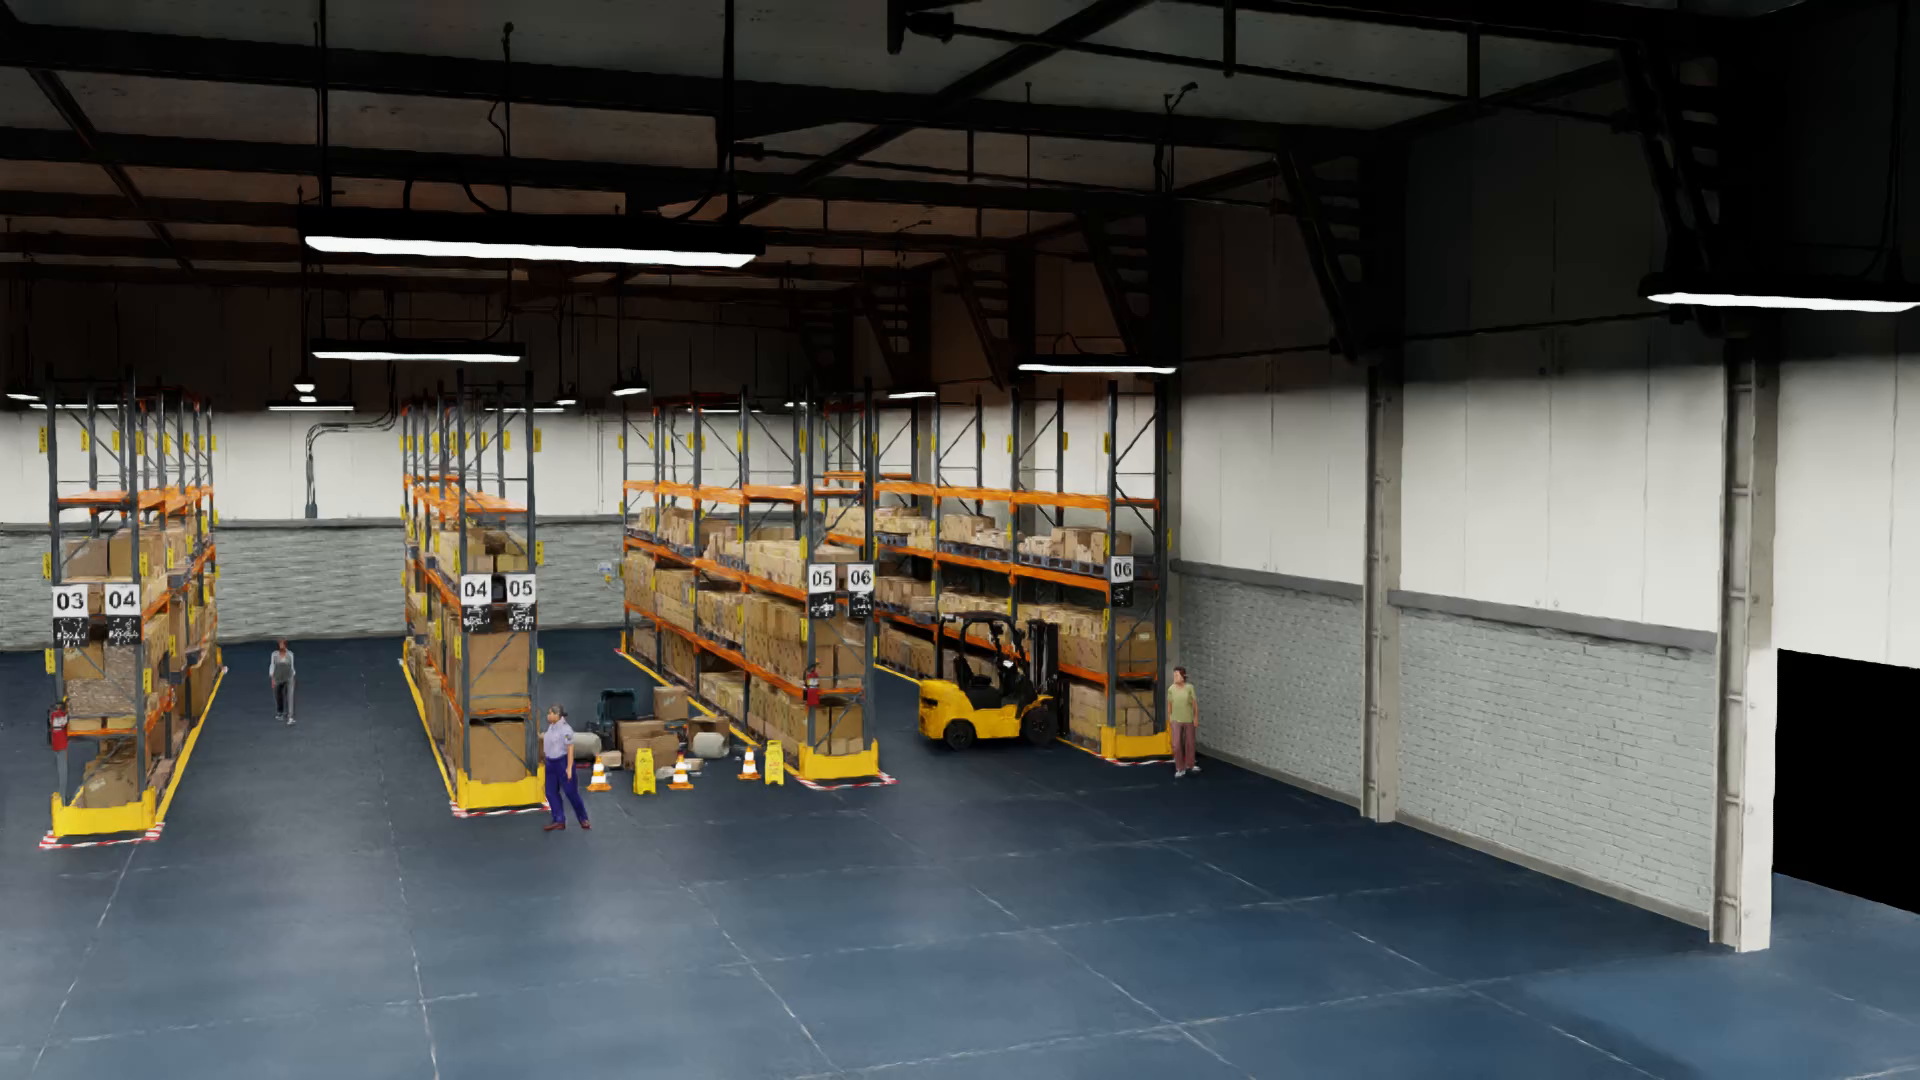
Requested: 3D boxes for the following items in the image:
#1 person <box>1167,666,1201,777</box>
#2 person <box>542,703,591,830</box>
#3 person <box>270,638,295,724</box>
[{"bbox_3d":[3.370,2.714,25.037,0.510,1.657,0.552,1,3,15],"label":"person"},{"bbox_3d":[-5.115,2.932,21.581,0.597,1.640,0.532,3,5,44],"label":"person"},{"bbox_3d":[-12.098,2.491,29.688,0.419,1.514,1.038,-1,4,-23],"label":"person"}]
